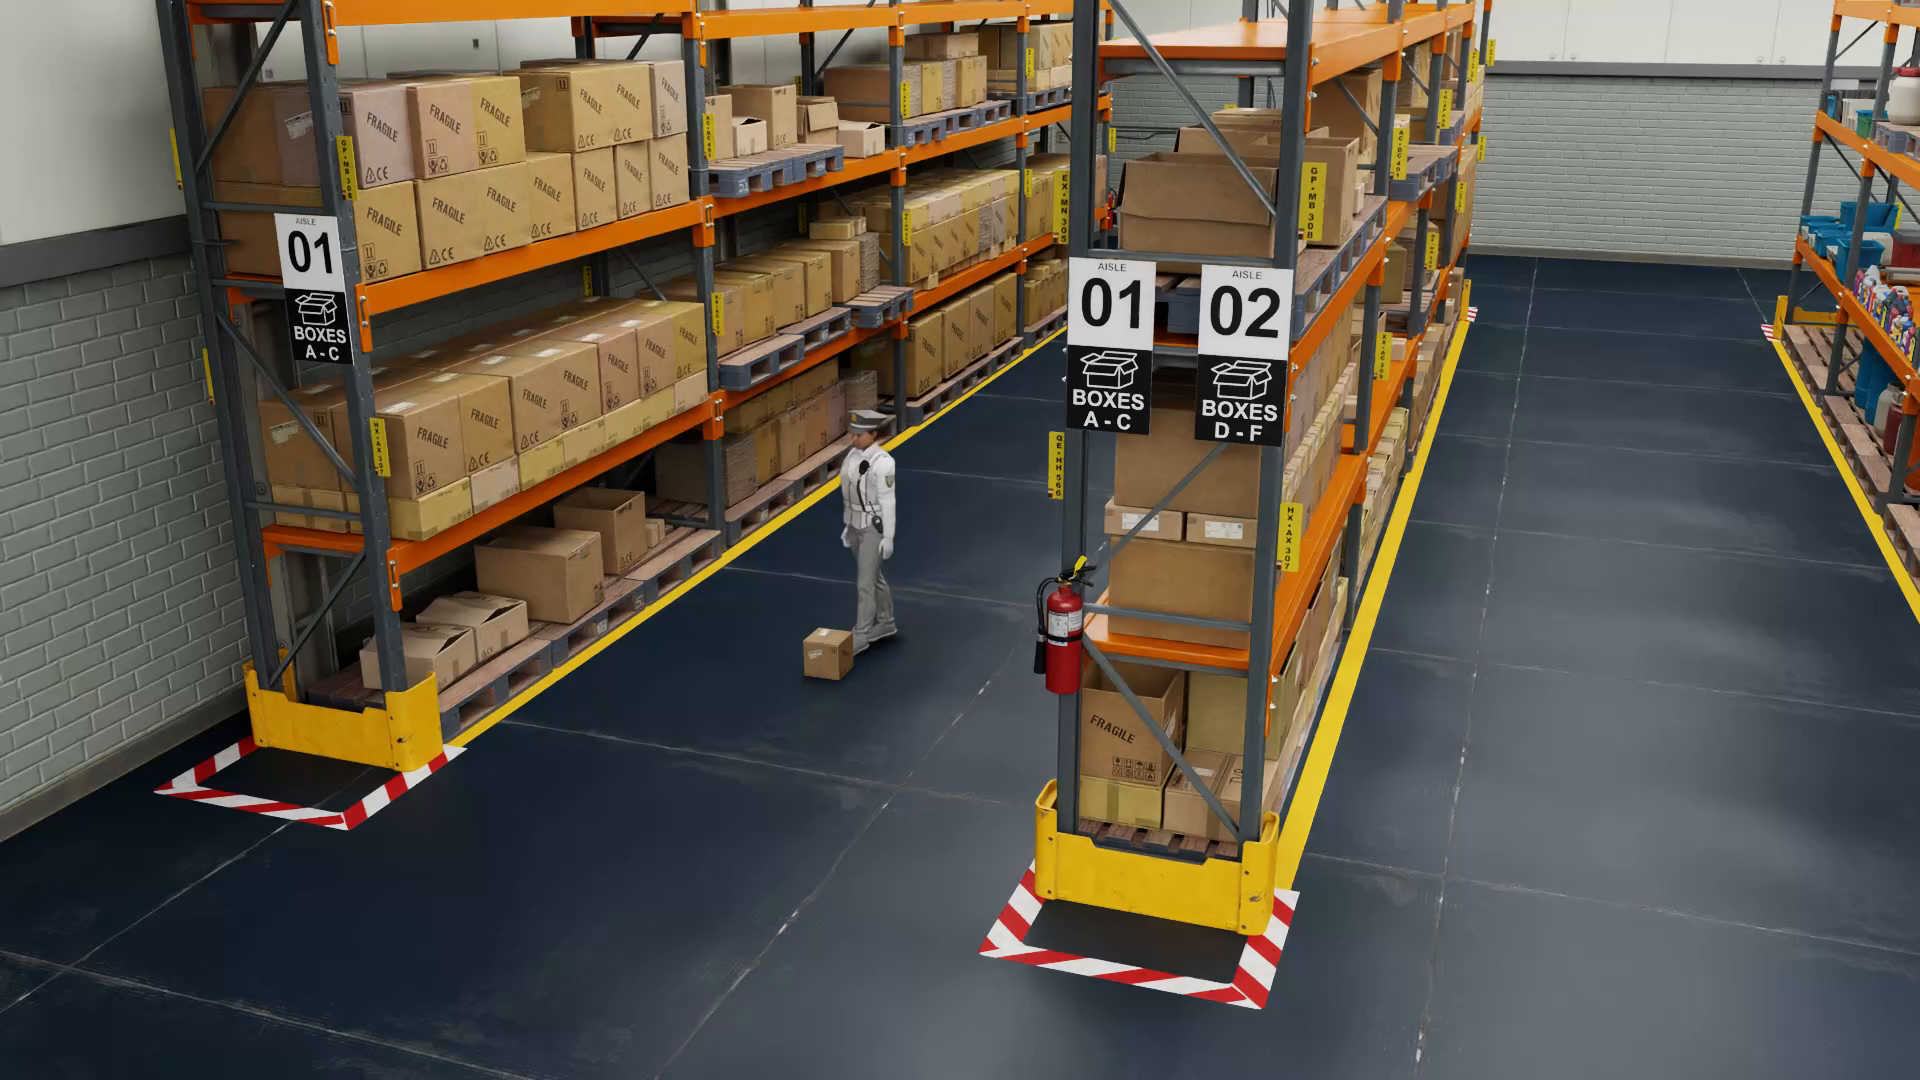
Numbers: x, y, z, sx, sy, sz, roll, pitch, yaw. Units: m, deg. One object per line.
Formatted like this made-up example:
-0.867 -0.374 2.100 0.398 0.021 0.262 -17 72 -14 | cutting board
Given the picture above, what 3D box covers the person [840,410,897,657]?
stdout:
-0.648 -0.057 11.190 0.560 1.669 0.500 -13 23 -33 | person
